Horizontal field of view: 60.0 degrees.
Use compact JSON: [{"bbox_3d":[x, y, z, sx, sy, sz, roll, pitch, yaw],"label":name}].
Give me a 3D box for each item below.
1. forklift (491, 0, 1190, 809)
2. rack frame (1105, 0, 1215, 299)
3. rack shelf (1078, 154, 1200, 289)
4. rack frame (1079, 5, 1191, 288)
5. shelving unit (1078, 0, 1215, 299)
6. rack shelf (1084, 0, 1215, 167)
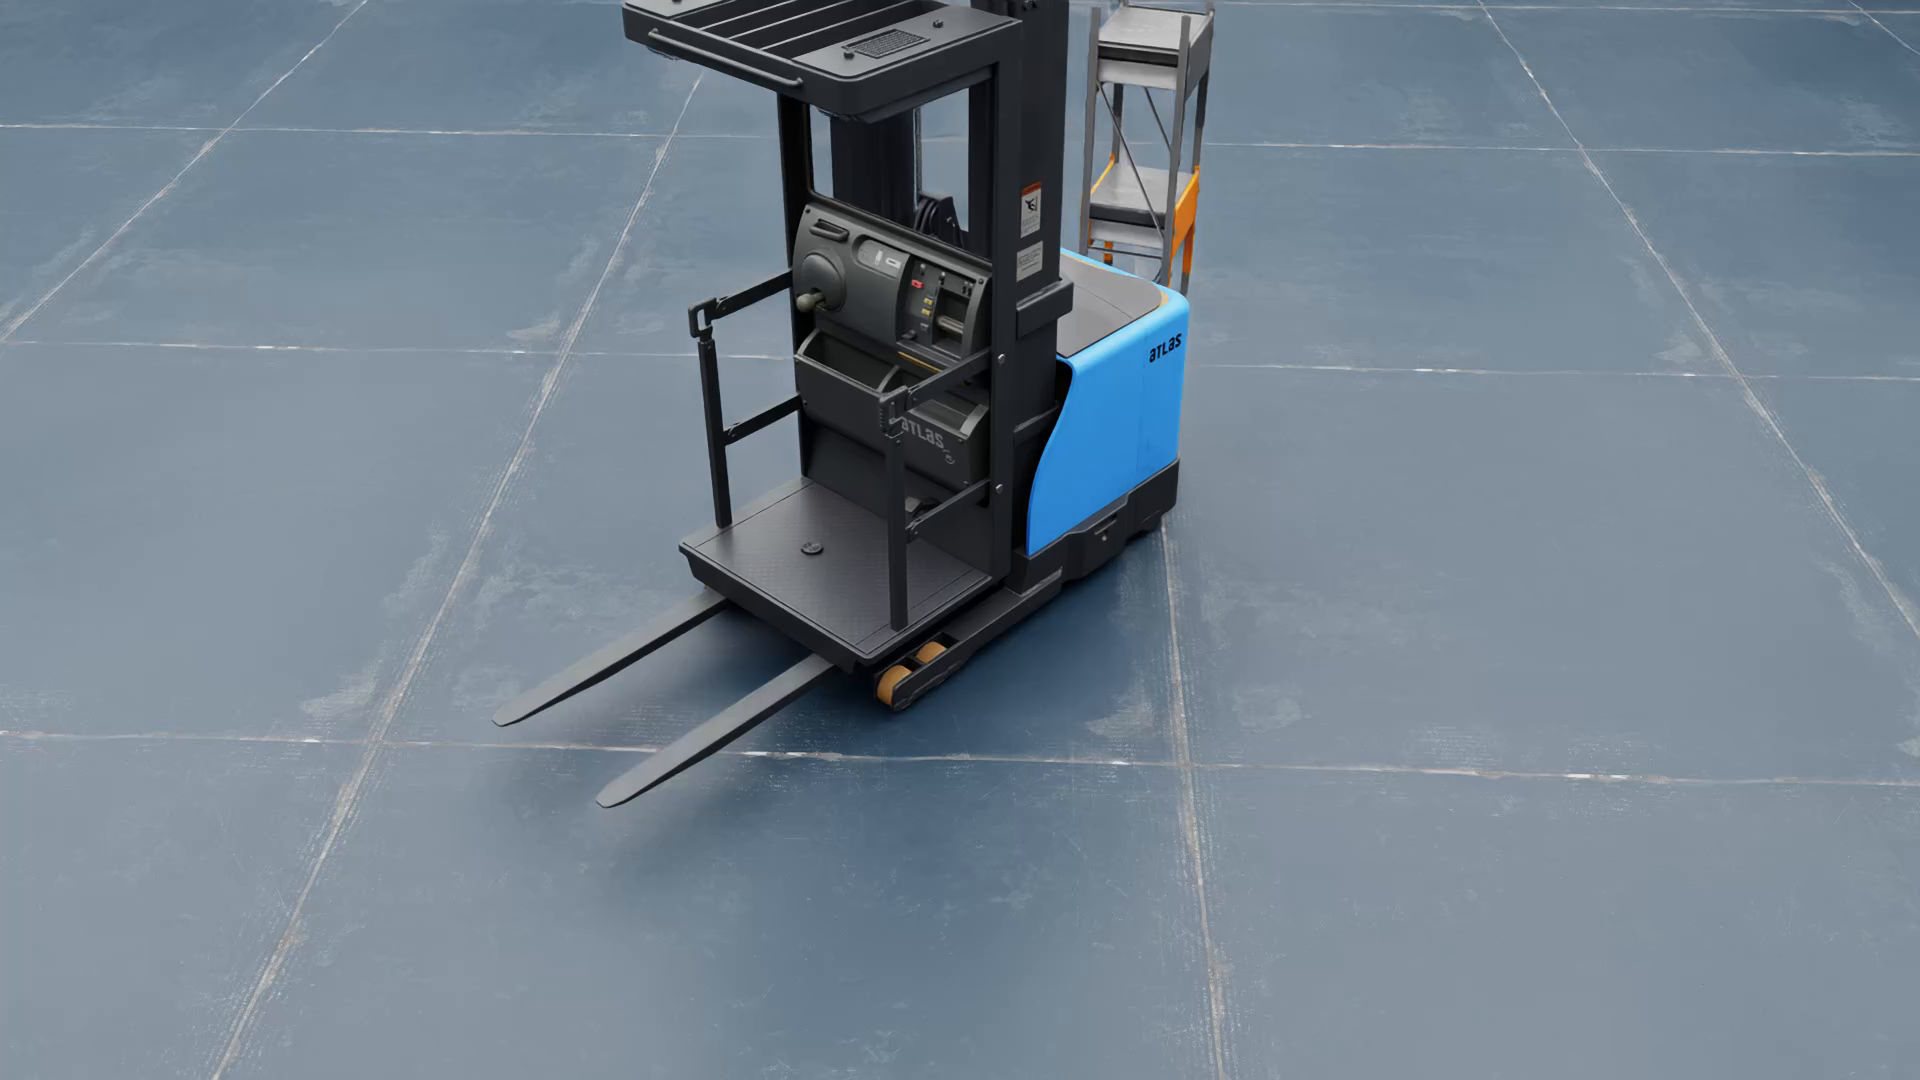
[{"bbox_3d":[-0.409,-0.886,5.962,1.130,2.935,3.031,28,44,34],"label":"forklift"},{"bbox_3d":[0.868,-1.493,7.546,0.400,2.100,0.015,11,36,15],"label":"rack frame"},{"bbox_3d":[0.789,-1.350,7.365,0.431,0.518,0.480,11,36,15],"label":"rack shelf"},{"bbox_3d":[0.710,-1.229,7.167,0.400,2.100,0.015,11,36,15],"label":"rack frame"},{"bbox_3d":[0.789,-1.361,7.357,0.431,2.100,0.503,11,36,15],"label":"shelving unit"},{"bbox_3d":[0.793,-1.924,6.964,0.431,0.518,0.480,11,36,15],"label":"rack shelf"}]
